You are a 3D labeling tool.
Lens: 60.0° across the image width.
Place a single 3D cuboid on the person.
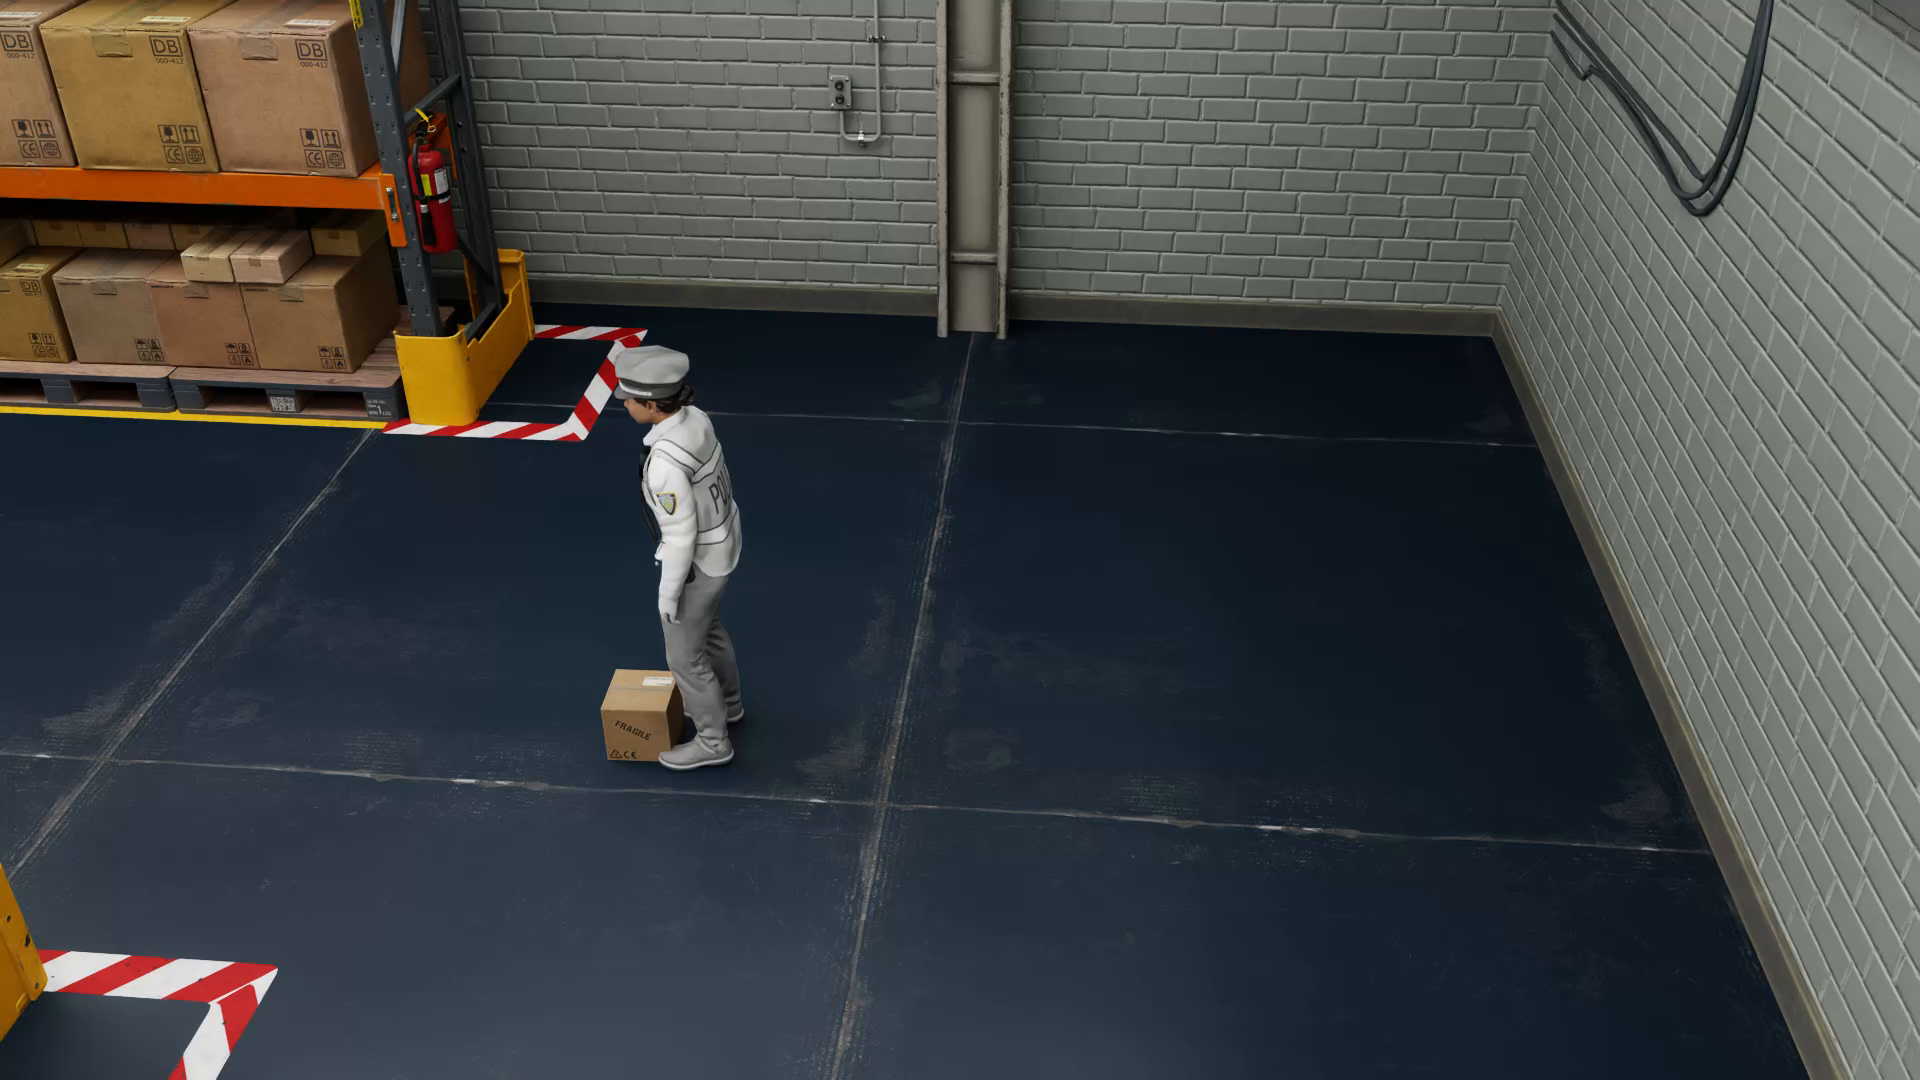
[{"bbox_3d":[-0.979,0.082,6.002,0.377,1.663,0.531,2,32,4],"label":"person"}]
